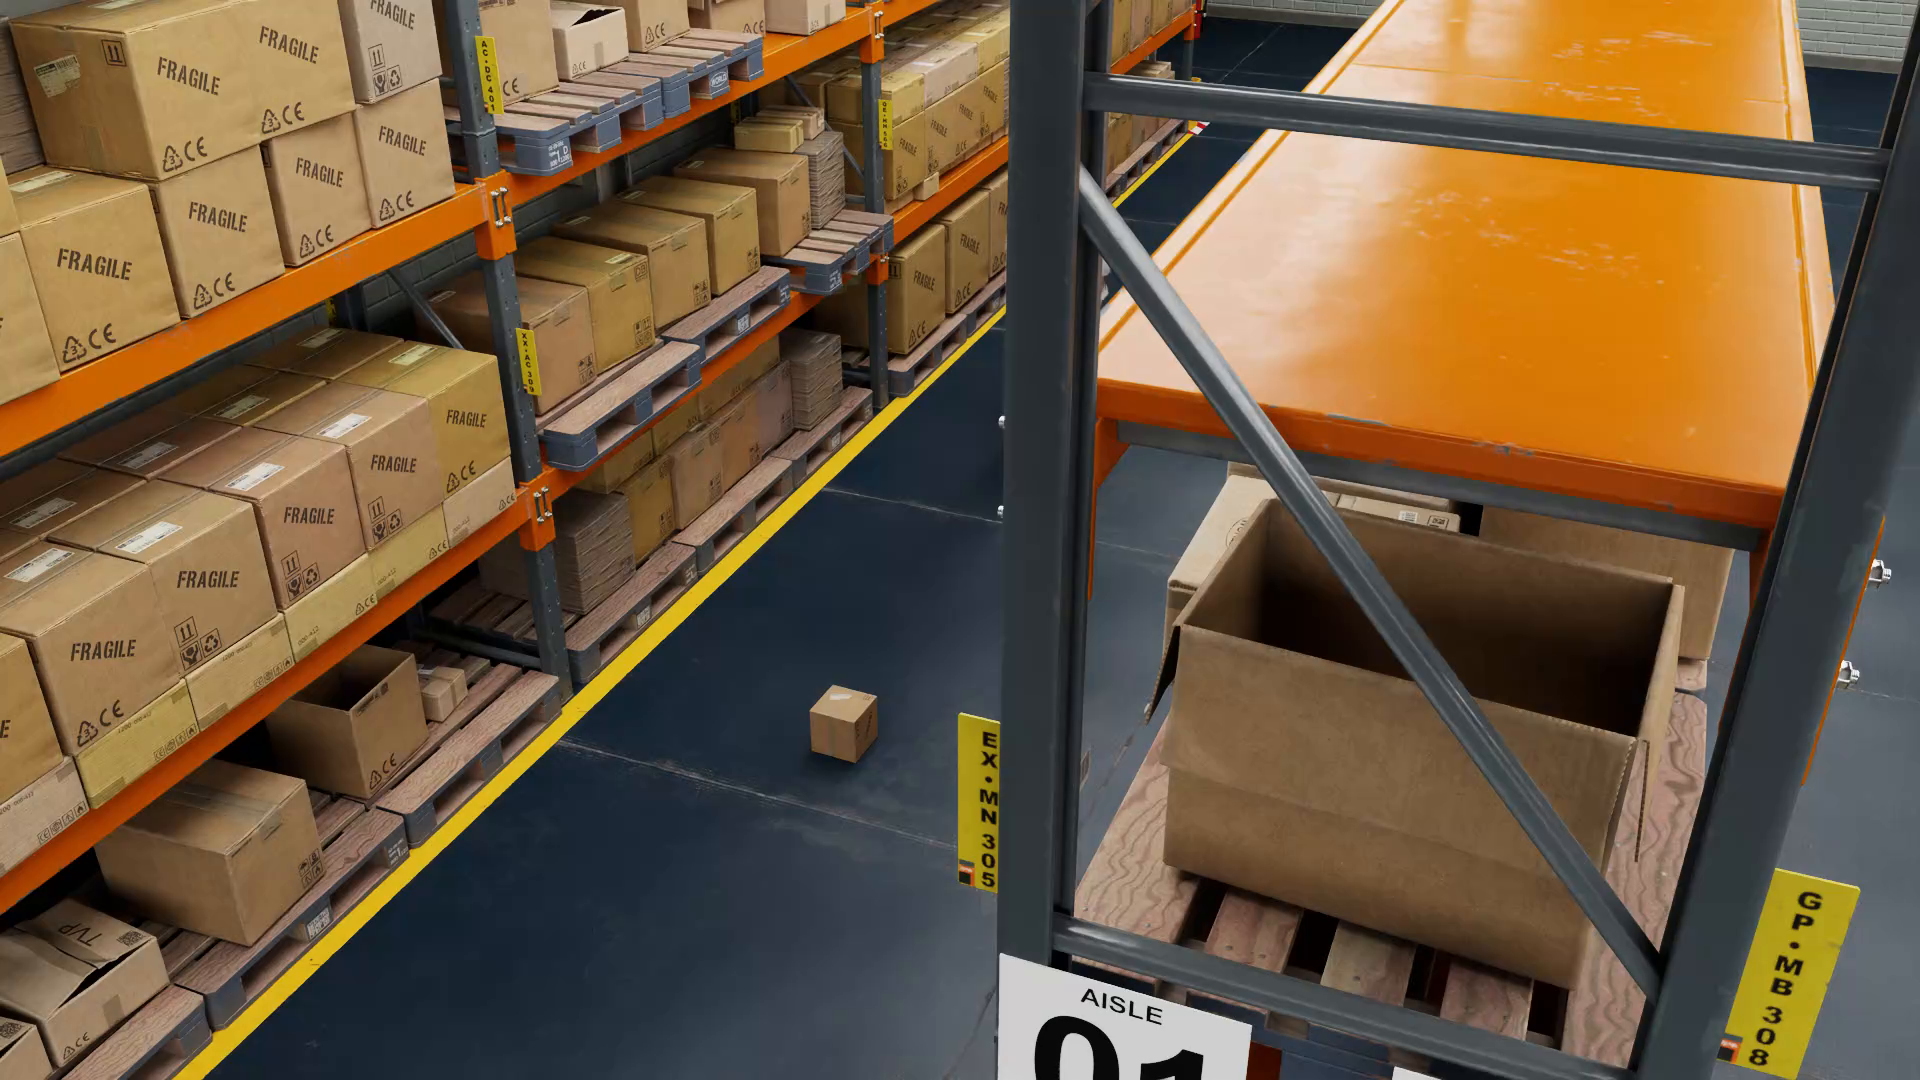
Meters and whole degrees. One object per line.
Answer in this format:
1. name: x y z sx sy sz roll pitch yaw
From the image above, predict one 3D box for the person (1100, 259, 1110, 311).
1. person: 0.779 -1.908 11.784 0.576 1.764 0.680 9 30 15
